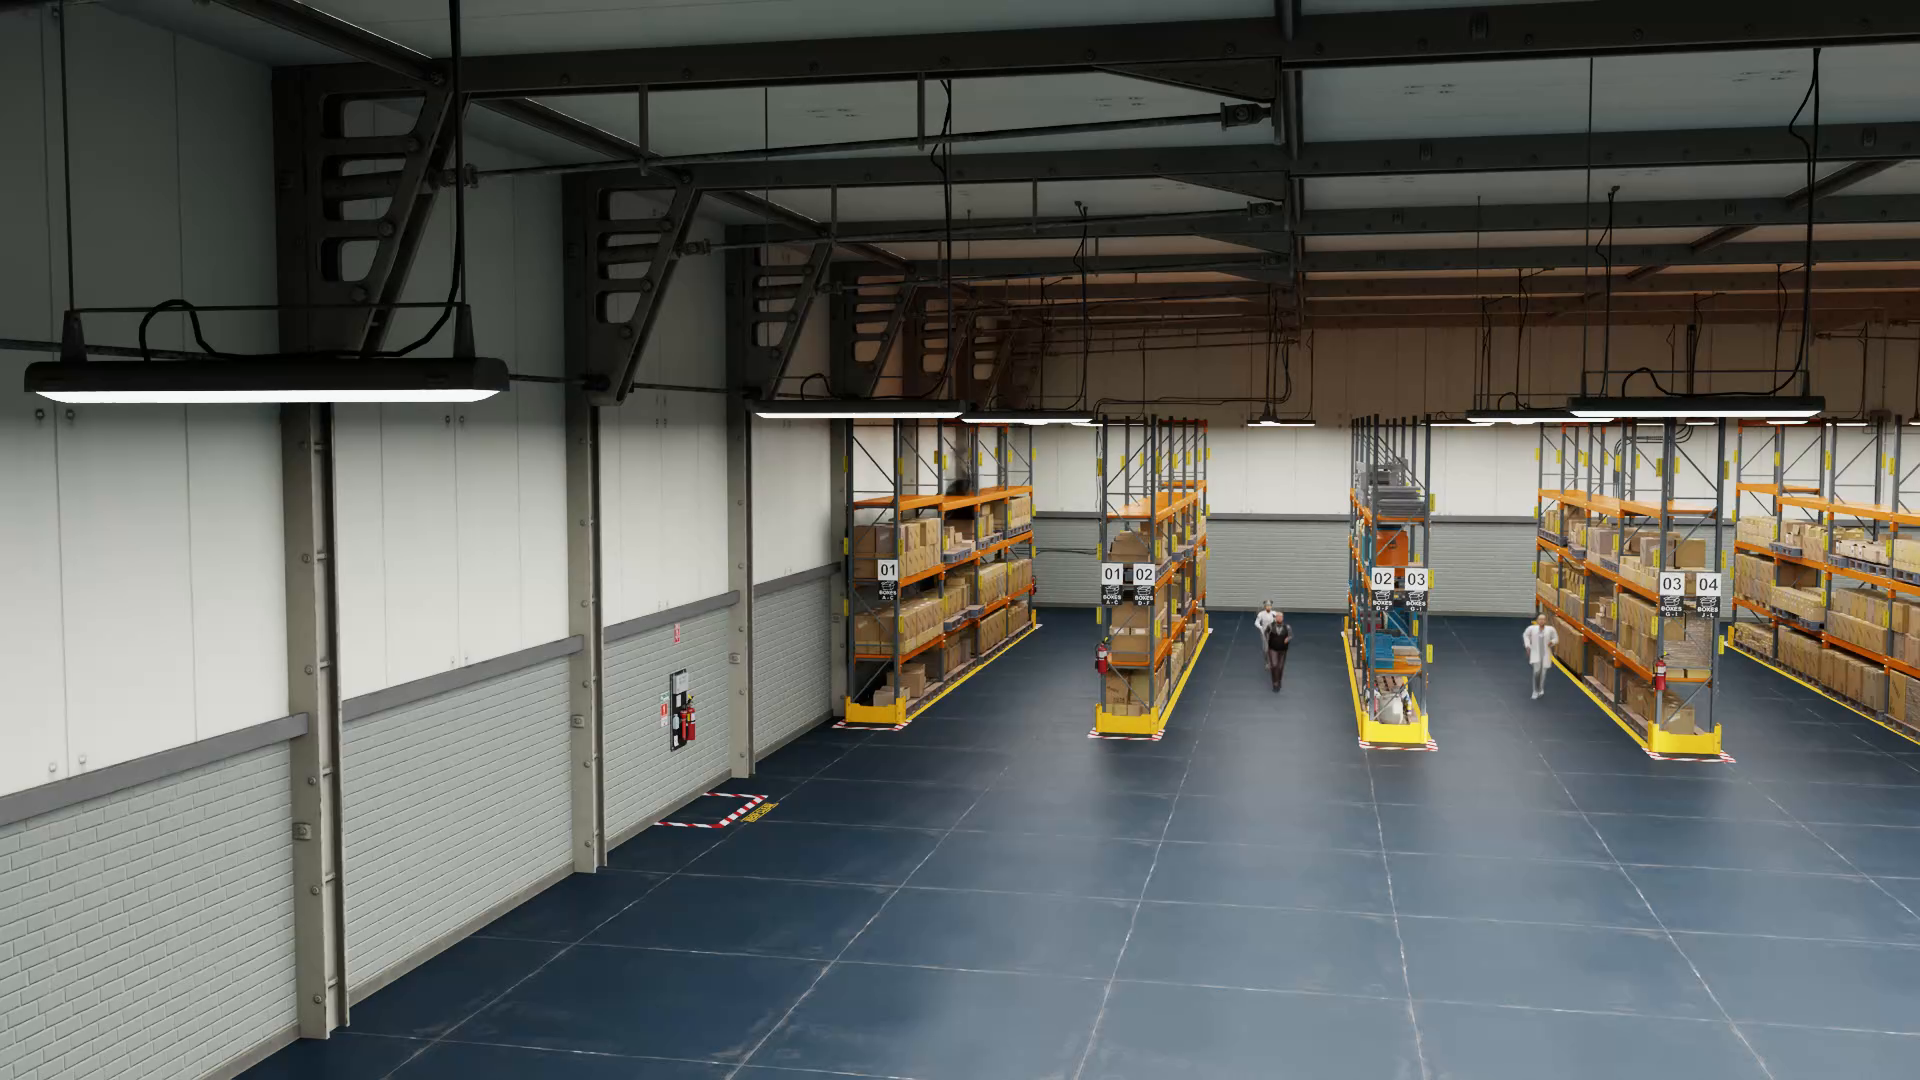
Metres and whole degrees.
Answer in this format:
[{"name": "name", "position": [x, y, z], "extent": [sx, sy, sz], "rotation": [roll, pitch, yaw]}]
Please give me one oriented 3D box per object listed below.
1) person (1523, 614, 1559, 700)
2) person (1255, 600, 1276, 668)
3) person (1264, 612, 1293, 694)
[{"name": "person", "position": [12.375, 2.495, 35.388], "extent": [0.687, 1.839, 0.810], "rotation": [1, 4, 11]}, {"name": "person", "position": [7.344, 2.248, 39.641], "extent": [0.618, 1.660, 0.552], "rotation": [1, 4, 8]}, {"name": "person", "position": [6.983, 2.447, 36.412], "extent": [0.590, 1.764, 0.896], "rotation": [0, 4, 1]}]
